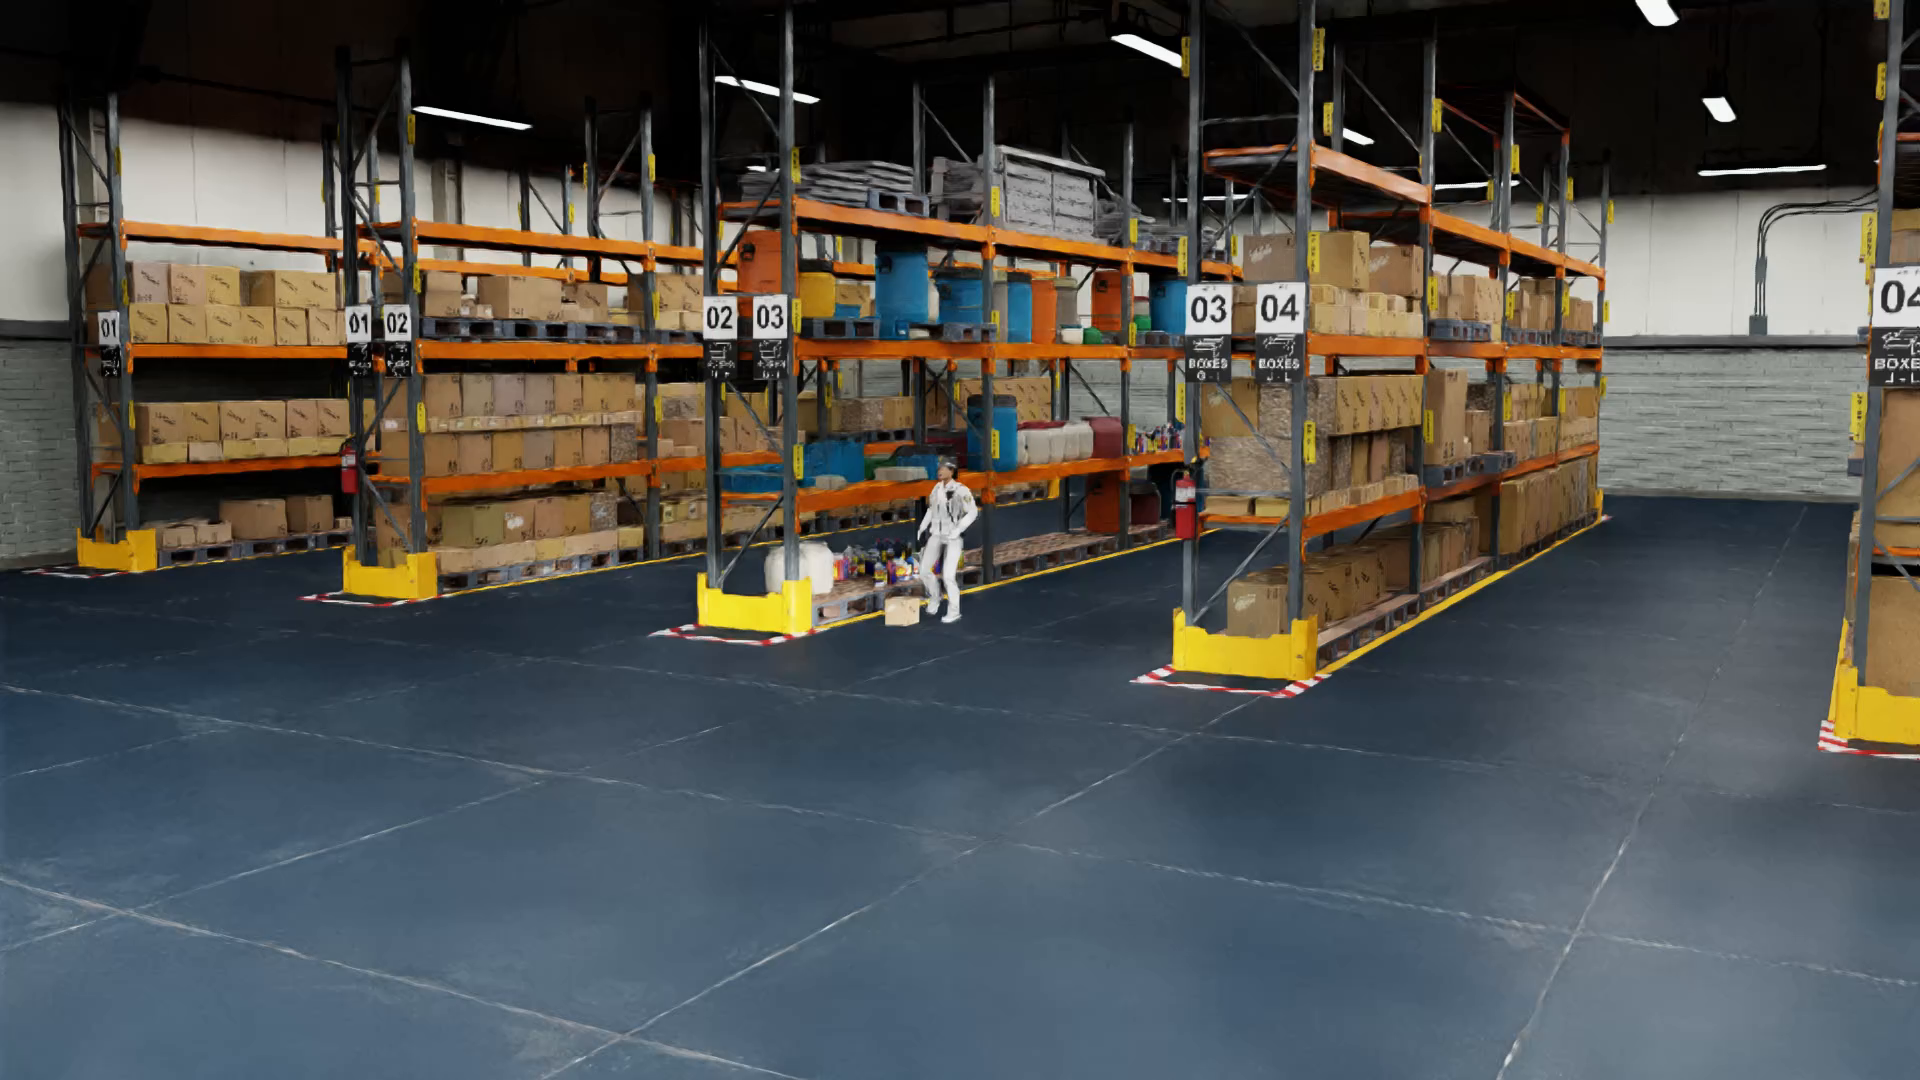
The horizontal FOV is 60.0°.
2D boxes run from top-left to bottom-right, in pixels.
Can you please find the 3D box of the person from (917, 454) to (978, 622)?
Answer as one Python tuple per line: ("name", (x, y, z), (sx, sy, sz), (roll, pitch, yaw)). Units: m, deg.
("person", (-0.146, -0.019, 16.562), (0.675, 1.668, 0.467), (4, 7, 33))
